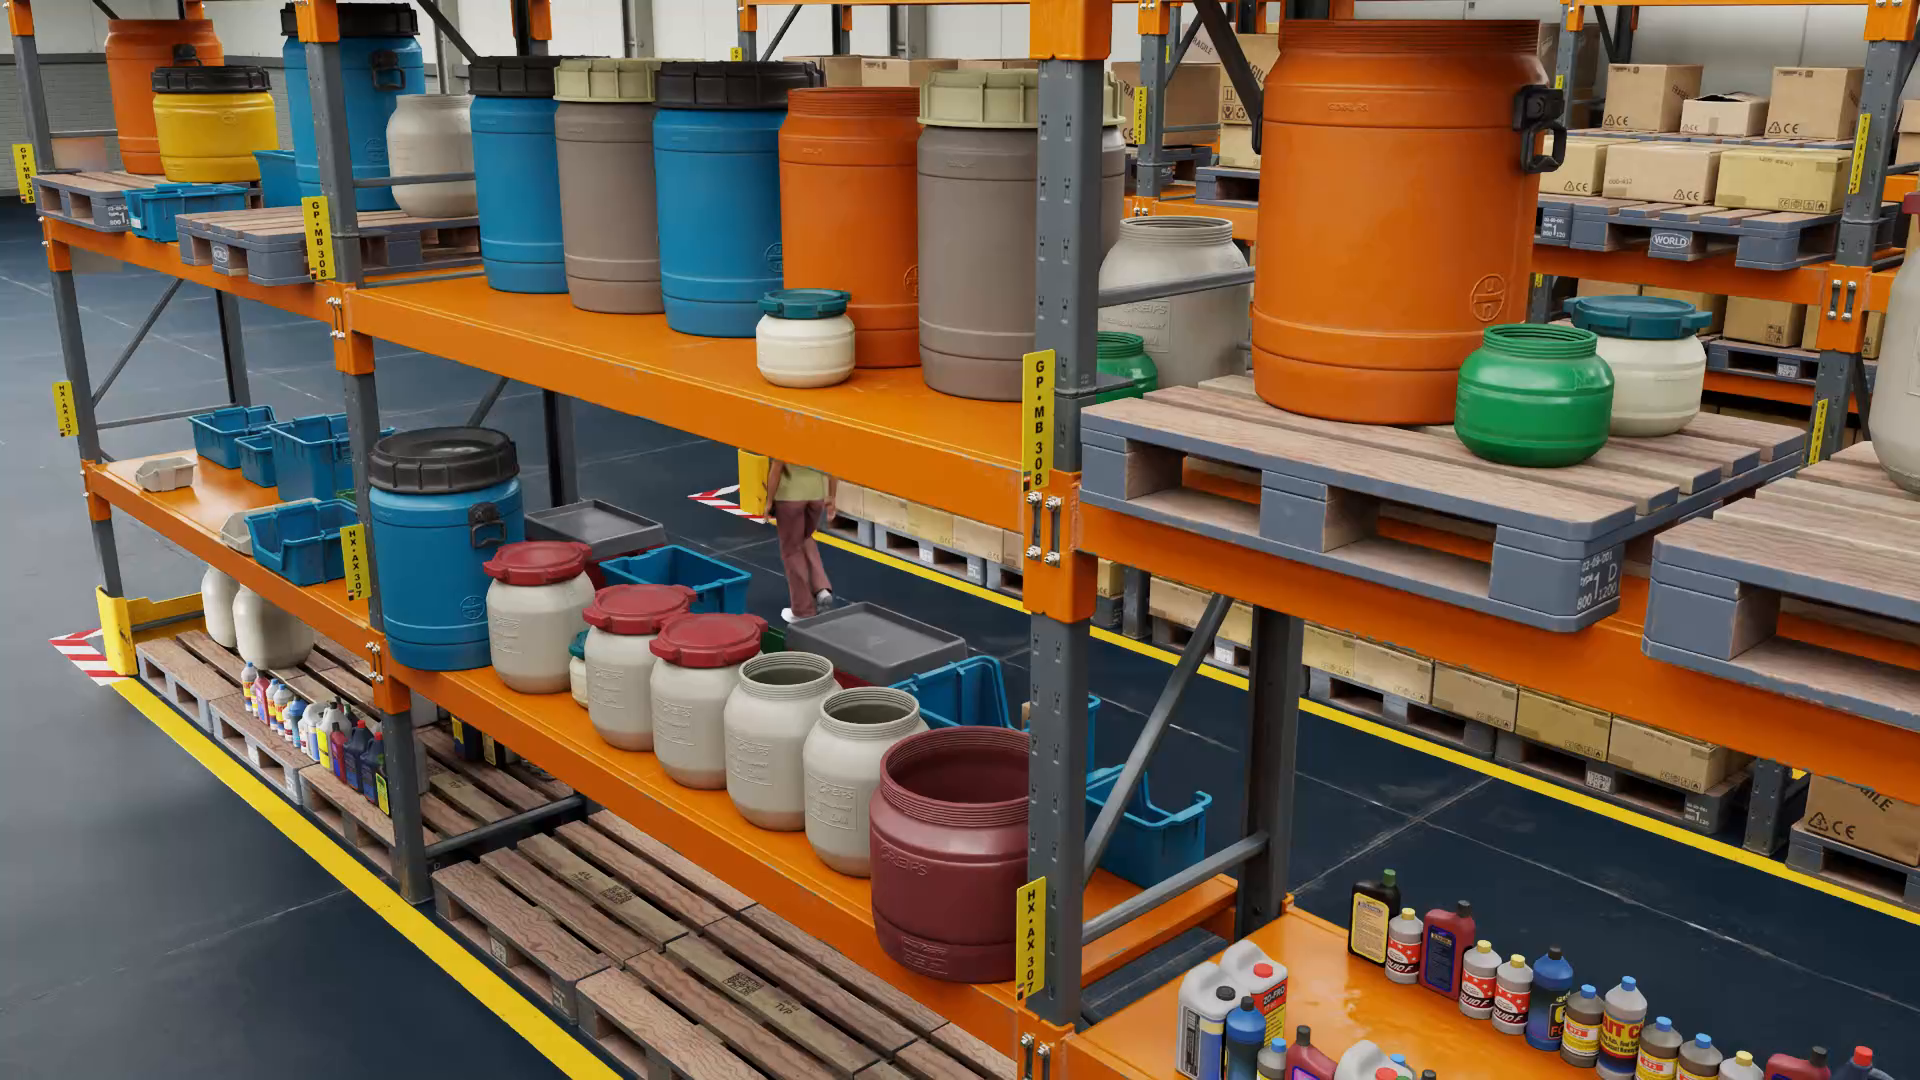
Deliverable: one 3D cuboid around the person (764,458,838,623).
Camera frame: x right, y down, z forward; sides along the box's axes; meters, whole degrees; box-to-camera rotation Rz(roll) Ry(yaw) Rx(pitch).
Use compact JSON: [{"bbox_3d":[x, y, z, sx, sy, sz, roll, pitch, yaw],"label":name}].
[{"bbox_3d":[-1.054,-0.250,10.791,0.448,1.676,0.467,-13,22,-36],"label":"person"}]
